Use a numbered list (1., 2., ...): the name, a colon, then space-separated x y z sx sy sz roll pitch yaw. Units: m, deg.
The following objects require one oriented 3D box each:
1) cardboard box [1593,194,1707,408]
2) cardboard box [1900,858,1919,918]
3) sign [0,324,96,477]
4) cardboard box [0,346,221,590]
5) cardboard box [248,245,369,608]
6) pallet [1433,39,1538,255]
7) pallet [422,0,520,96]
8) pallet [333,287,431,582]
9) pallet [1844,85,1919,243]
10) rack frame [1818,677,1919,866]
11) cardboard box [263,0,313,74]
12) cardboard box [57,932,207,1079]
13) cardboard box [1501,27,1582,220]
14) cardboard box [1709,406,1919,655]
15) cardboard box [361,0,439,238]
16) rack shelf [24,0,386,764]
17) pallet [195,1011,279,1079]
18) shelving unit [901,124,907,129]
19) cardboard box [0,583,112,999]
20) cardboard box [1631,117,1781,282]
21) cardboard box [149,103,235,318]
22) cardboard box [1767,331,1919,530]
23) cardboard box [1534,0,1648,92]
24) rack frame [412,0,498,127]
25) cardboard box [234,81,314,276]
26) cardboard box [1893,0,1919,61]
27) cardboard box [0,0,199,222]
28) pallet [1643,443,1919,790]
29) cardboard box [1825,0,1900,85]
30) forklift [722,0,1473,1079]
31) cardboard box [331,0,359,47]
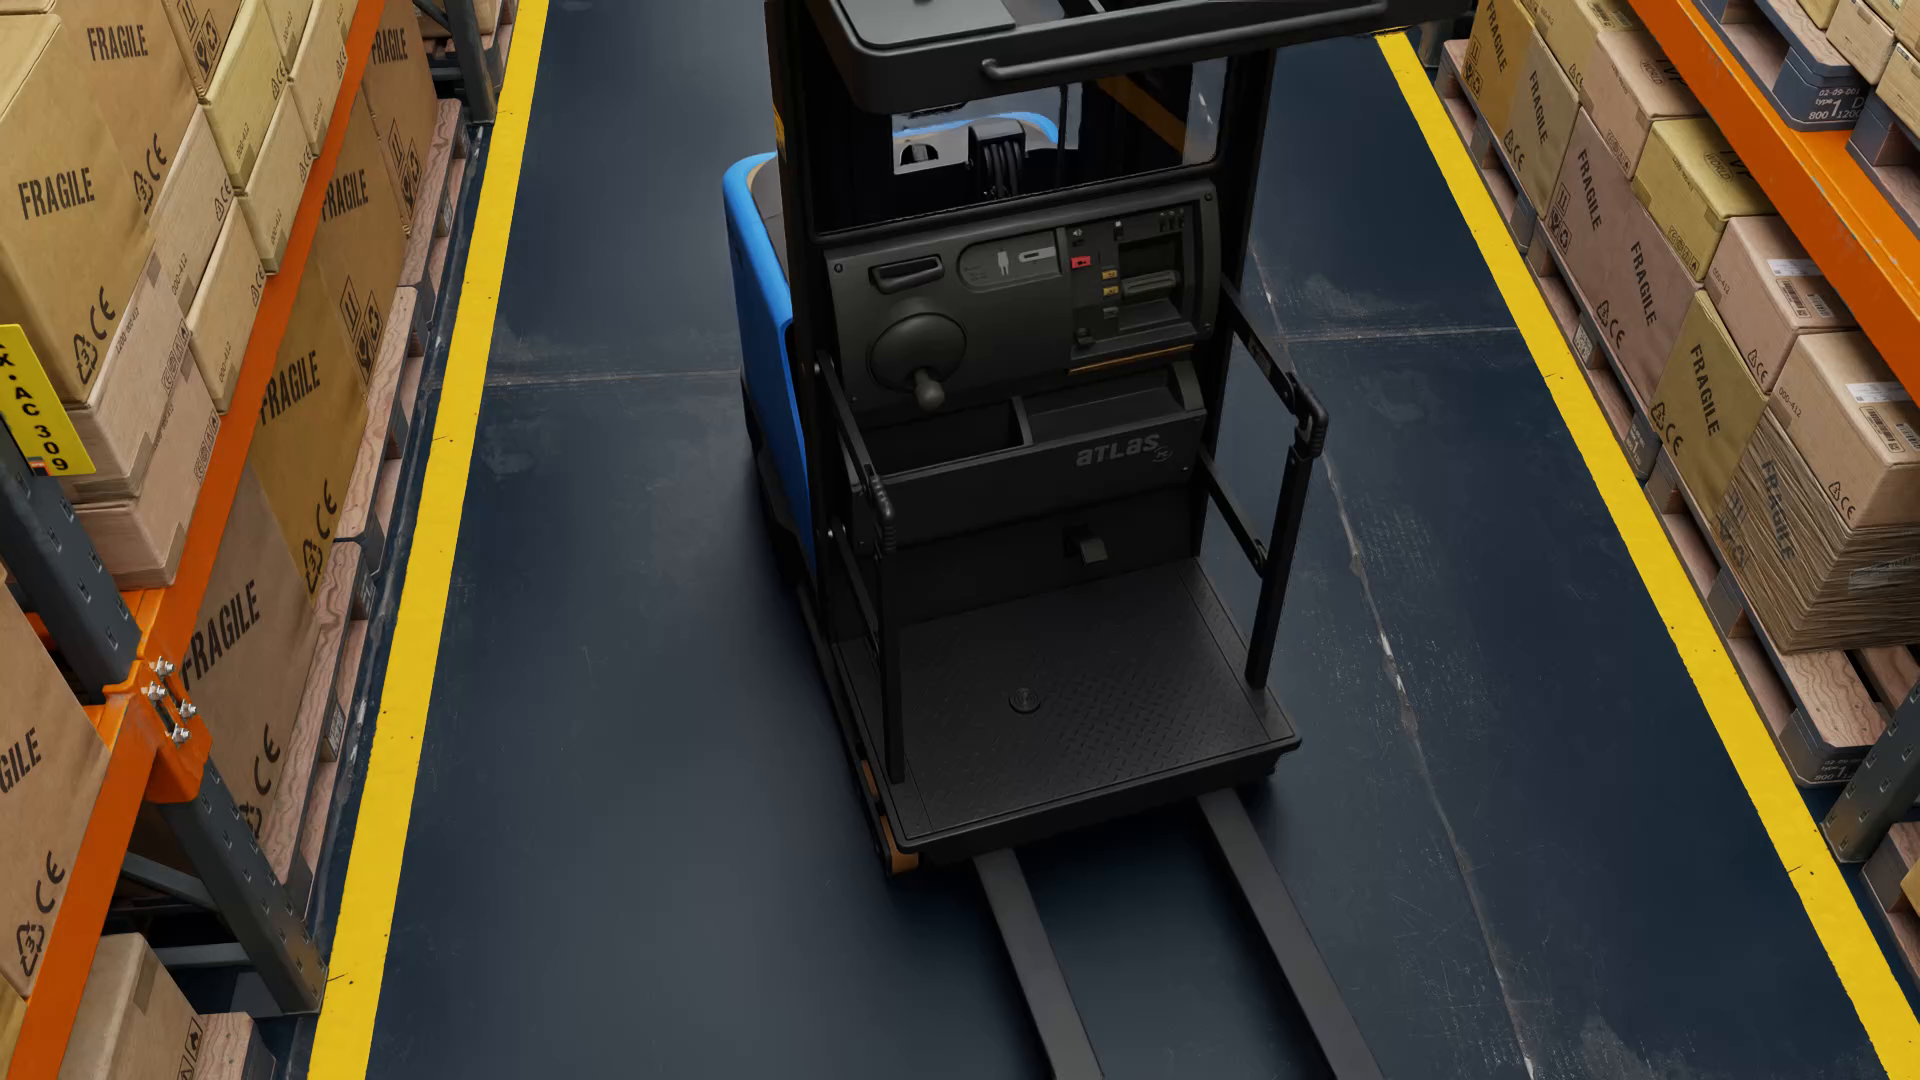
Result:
1. cardboard box: 2.438 -0.787 5.362 0.500 0.500 0.500 -4 47 -4
2. cardboard box: 2.542 0.879 4.026 0.380 0.149 0.250 -5 47 -5
3. sign: -1.539 -0.226 2.747 0.100 0.325 0.005 -3 47 -3
4. cardboard box: -1.866 -0.149 3.428 0.500 0.250 0.500 -4 47 -4
5. cardboard box: -2.307 -0.376 4.715 0.875 0.875 0.875 -2 47 -2
6. pallet: 2.561 -1.610 6.629 1.003 0.211 1.213 -3 47 -3
7. pallet: -2.491 -2.366 7.346 1.003 0.211 1.213 -3 47 -3
8. pallet: -2.337 -0.345 5.432 1.003 0.211 1.213 -3 47 -3
9. pallet: 2.913 -0.736 4.013 1.003 0.211 1.213 -3 47 -3
10. rack frame: 2.832 -0.240 3.411 1.000 3.000 0.127 -3 47 -3
11. cardboard box: -1.980 -1.430 4.297 0.500 0.250 0.500 -5 47 -4
12. cardboard box: -2.146 1.332 3.398 0.875 0.438 0.875 -4 47 -4
13. cardboard box: 2.348 -1.528 6.063 0.500 0.500 0.500 -3 47 -3
14. cardboard box: 2.519 -0.045 4.659 0.500 0.500 0.500 -4 47 -4
15. cardboard box: -2.452 -1.669 5.939 0.875 0.875 0.875 -4 47 -4
16. rack shelf: -2.260 -1.065 4.689 1.077 0.370 4.000 -3 47 -3
17. pallet: -2.106 1.648 3.544 1.003 0.211 1.213 -3 47 -3
18. shelving unit: -0.292 -0.948 5.425 0.215 1.050 0.252 -13 48 -12
19. cardboard box: -1.799 0.420 2.718 0.500 0.500 0.500 -3 47 -3
20. cardboard box: 2.430 -1.060 5.104 0.500 0.250 0.500 -5 47 -5
21. cardboard box: -1.920 -0.697 3.603 0.500 0.250 0.500 -3 47 -3
22. cardboard box: 2.518 -0.306 4.390 0.500 0.250 0.500 -5 47 -4
23. cardboard box: 2.356 -1.796 5.801 0.500 0.250 0.500 -4 47 -4
24. rack frame: -2.427 -2.760 5.798 1.000 3.000 0.127 -3 47 -3
25. cardboard box: -1.938 -0.895 4.135 0.500 0.250 0.500 -4 47 -4
26. cardboard box: 2.534 -1.244 4.041 0.380 0.149 0.250 -5 47 -5
27. cardboard box: -1.913 -0.946 3.323 0.500 0.500 0.500 -4 47 -4
28. pallet: 2.765 0.156 4.957 1.003 0.211 1.213 -3 47 -3
29. cardboard box: 2.511 -1.324 4.322 0.380 0.149 0.250 -5 47 -5
30. forklift: 0.227 -0.459 3.666 1.130 2.935 3.031 -13 48 -12
31. cardboard box: -2.041 -1.624 4.826 0.500 0.250 0.500 -4 47 -4
